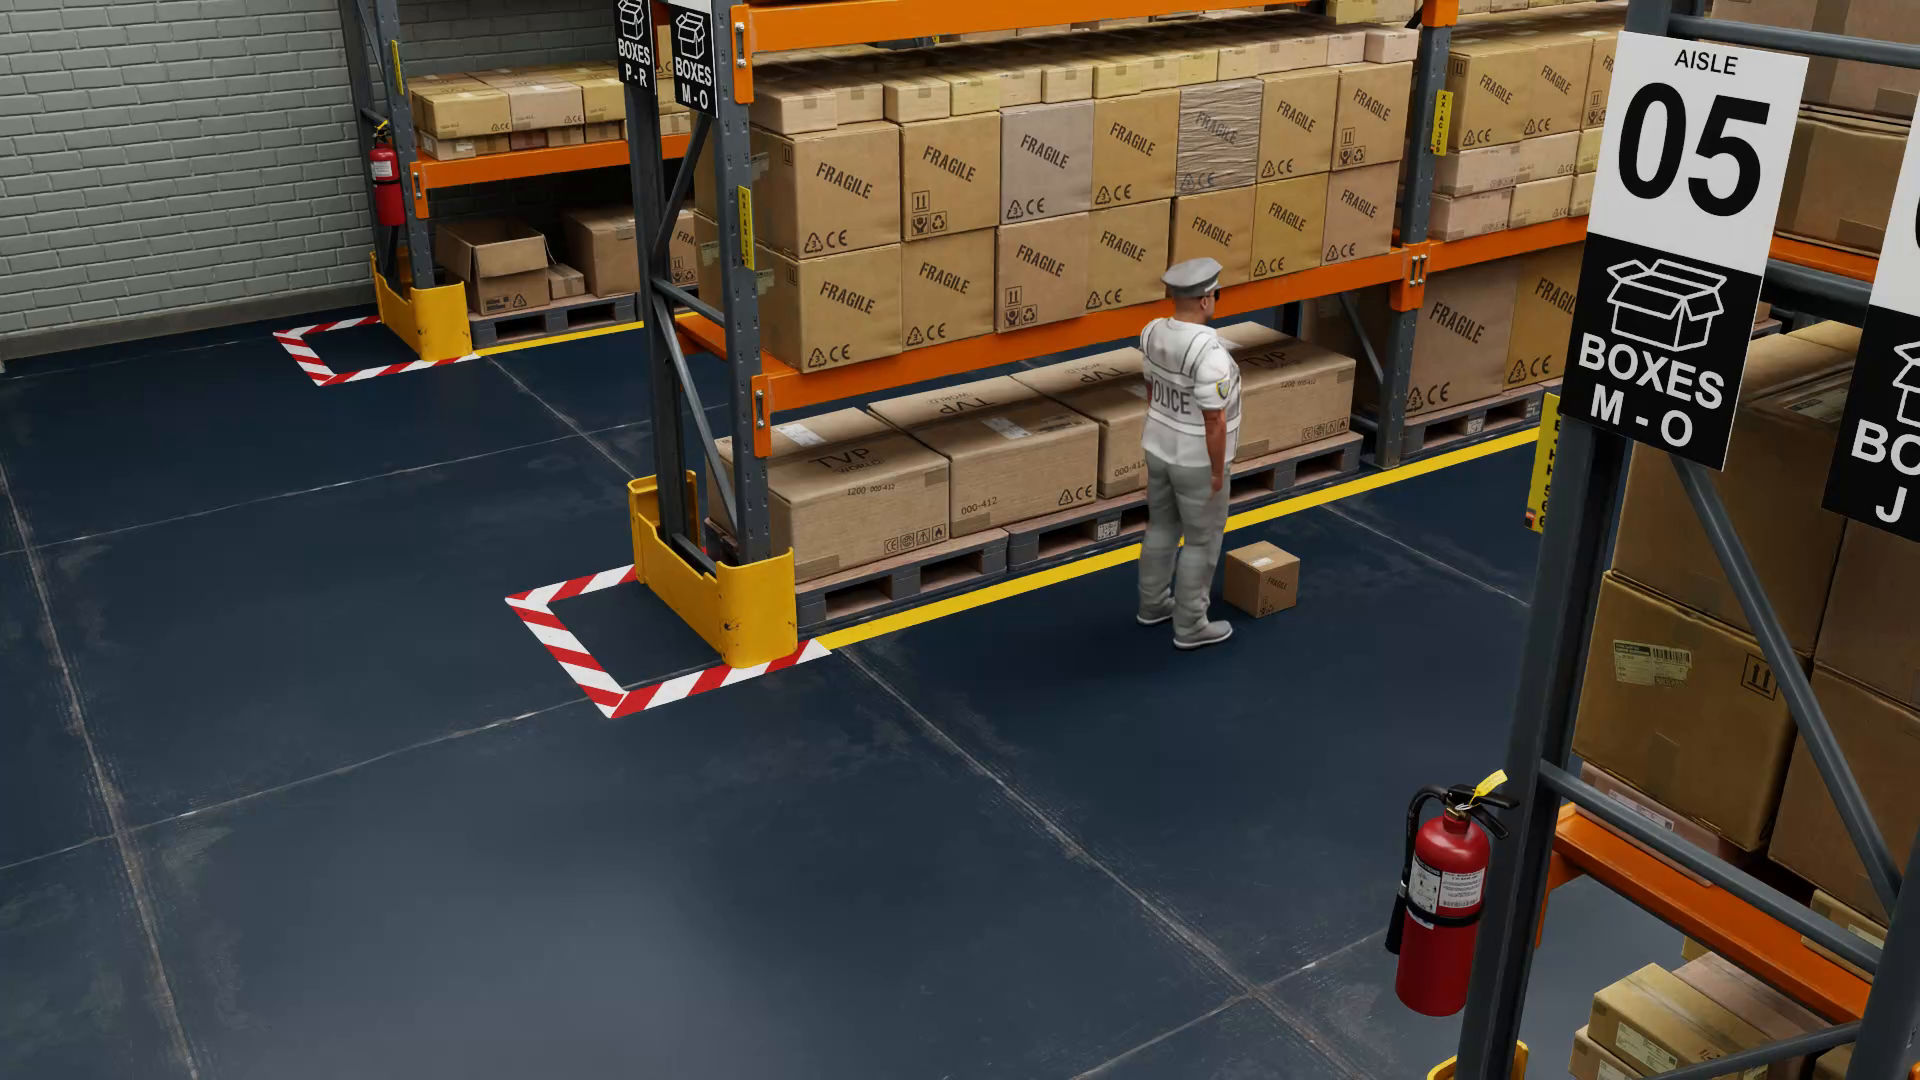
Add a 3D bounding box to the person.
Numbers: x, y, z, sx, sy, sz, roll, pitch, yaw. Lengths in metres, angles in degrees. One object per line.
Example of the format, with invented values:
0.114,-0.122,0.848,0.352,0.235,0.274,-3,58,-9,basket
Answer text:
1.022,-0.385,7.413,0.394,1.765,0.527,-15,29,-29,person
